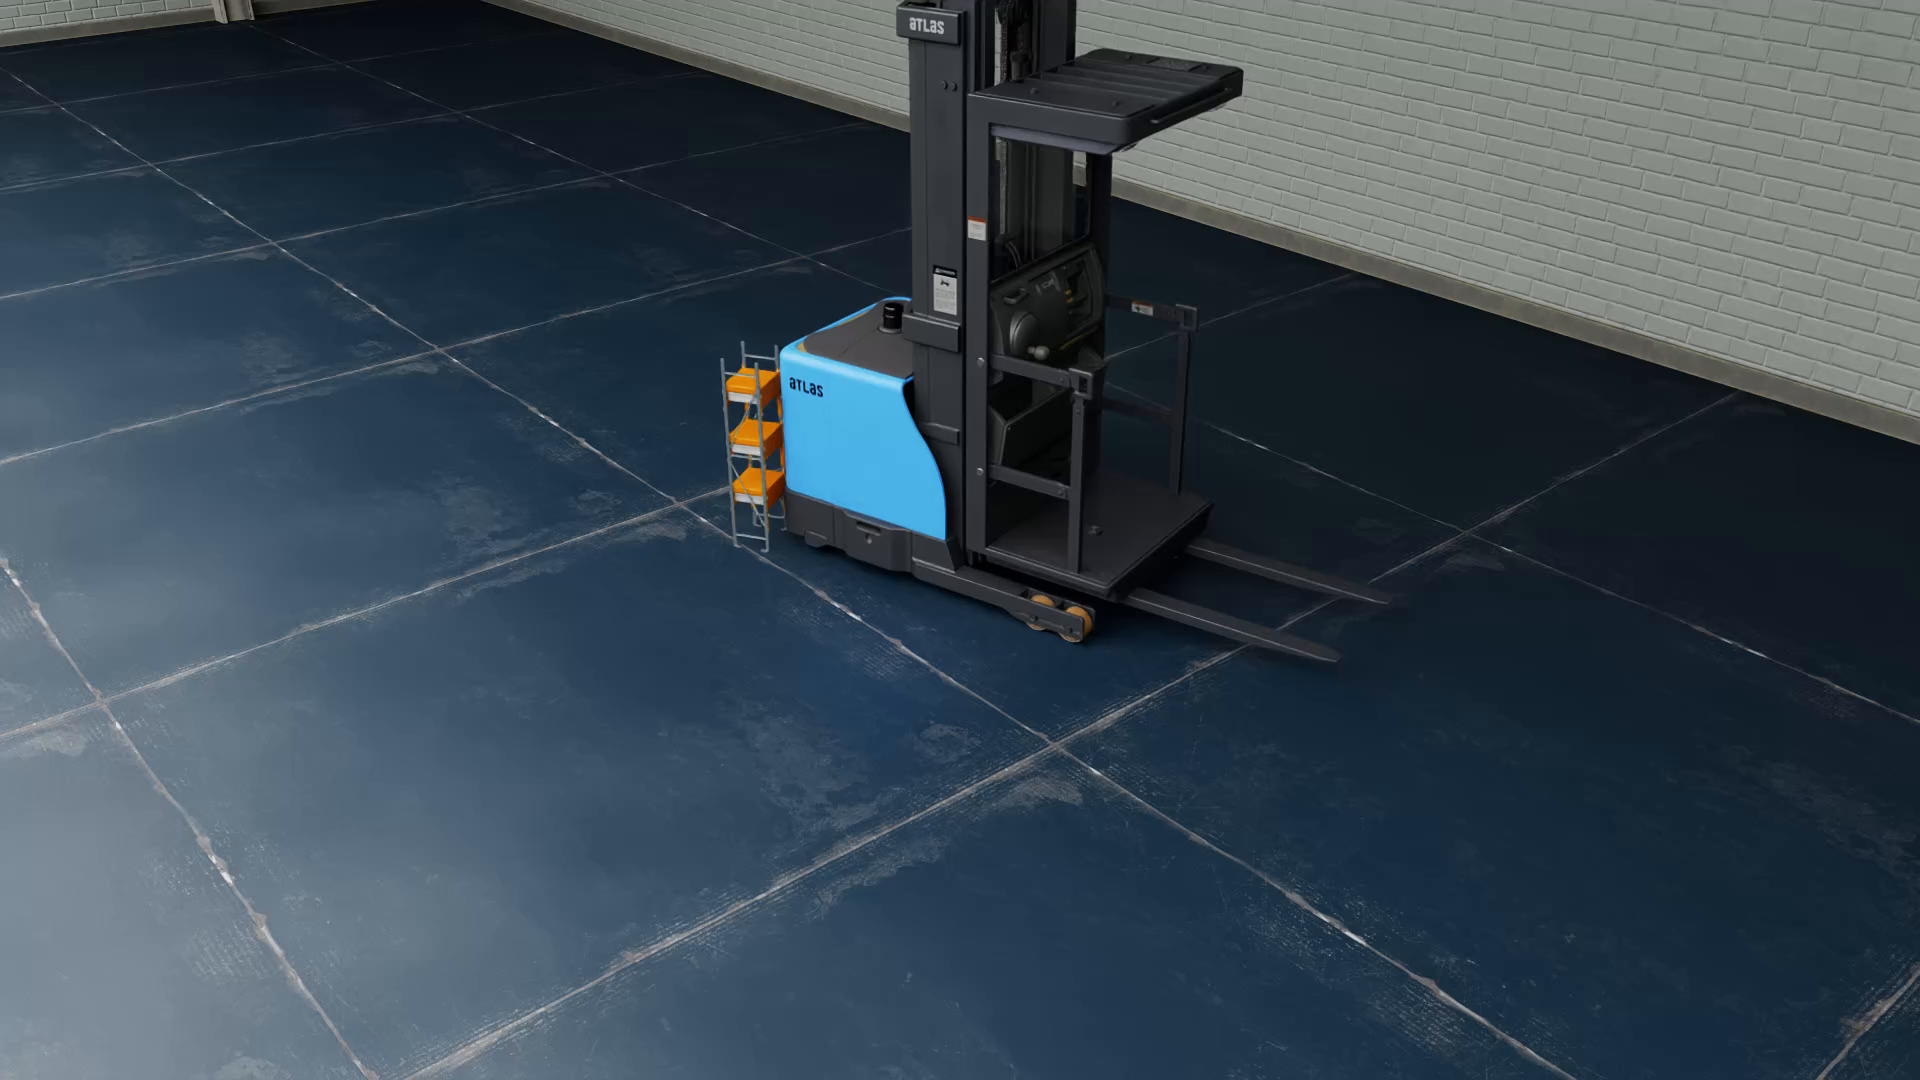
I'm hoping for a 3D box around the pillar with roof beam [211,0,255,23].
[{"bbox_3d":[-6.410,-9.034,16.106,0.400,9.000,9.100,-22,35,-35],"label":"pillar with roof beam"}]

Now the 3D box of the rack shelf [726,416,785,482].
[{"bbox_3d":[-1.047,-0.463,8.525,0.215,0.259,0.240,9,29,16],"label":"rack shelf"}]

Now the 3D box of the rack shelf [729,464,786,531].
[{"bbox_3d":[-1.047,-0.218,8.656,0.215,0.259,0.240,9,29,16],"label":"rack shelf"}]

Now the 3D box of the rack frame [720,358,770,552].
[{"bbox_3d":[-1.084,-0.417,8.417,0.200,1.050,0.008,9,29,16],"label":"rack frame"}]

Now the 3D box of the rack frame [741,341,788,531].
[{"bbox_3d":[-1.010,-0.527,8.622,0.200,1.050,0.008,9,29,16],"label":"rack frame"}]

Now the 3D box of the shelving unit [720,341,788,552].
[{"bbox_3d":[-1.047,-0.472,8.520,0.215,1.050,0.252,9,29,16],"label":"shelving unit"}]

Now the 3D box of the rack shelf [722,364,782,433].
[{"bbox_3d":[-1.047,-0.713,8.391,0.215,0.259,0.240,9,29,16],"label":"rack shelf"}]

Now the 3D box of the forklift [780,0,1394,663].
[{"bbox_3d":[0.590,-1.094,7.688,3.031,2.935,1.130,18,33,30],"label":"forklift"}]
